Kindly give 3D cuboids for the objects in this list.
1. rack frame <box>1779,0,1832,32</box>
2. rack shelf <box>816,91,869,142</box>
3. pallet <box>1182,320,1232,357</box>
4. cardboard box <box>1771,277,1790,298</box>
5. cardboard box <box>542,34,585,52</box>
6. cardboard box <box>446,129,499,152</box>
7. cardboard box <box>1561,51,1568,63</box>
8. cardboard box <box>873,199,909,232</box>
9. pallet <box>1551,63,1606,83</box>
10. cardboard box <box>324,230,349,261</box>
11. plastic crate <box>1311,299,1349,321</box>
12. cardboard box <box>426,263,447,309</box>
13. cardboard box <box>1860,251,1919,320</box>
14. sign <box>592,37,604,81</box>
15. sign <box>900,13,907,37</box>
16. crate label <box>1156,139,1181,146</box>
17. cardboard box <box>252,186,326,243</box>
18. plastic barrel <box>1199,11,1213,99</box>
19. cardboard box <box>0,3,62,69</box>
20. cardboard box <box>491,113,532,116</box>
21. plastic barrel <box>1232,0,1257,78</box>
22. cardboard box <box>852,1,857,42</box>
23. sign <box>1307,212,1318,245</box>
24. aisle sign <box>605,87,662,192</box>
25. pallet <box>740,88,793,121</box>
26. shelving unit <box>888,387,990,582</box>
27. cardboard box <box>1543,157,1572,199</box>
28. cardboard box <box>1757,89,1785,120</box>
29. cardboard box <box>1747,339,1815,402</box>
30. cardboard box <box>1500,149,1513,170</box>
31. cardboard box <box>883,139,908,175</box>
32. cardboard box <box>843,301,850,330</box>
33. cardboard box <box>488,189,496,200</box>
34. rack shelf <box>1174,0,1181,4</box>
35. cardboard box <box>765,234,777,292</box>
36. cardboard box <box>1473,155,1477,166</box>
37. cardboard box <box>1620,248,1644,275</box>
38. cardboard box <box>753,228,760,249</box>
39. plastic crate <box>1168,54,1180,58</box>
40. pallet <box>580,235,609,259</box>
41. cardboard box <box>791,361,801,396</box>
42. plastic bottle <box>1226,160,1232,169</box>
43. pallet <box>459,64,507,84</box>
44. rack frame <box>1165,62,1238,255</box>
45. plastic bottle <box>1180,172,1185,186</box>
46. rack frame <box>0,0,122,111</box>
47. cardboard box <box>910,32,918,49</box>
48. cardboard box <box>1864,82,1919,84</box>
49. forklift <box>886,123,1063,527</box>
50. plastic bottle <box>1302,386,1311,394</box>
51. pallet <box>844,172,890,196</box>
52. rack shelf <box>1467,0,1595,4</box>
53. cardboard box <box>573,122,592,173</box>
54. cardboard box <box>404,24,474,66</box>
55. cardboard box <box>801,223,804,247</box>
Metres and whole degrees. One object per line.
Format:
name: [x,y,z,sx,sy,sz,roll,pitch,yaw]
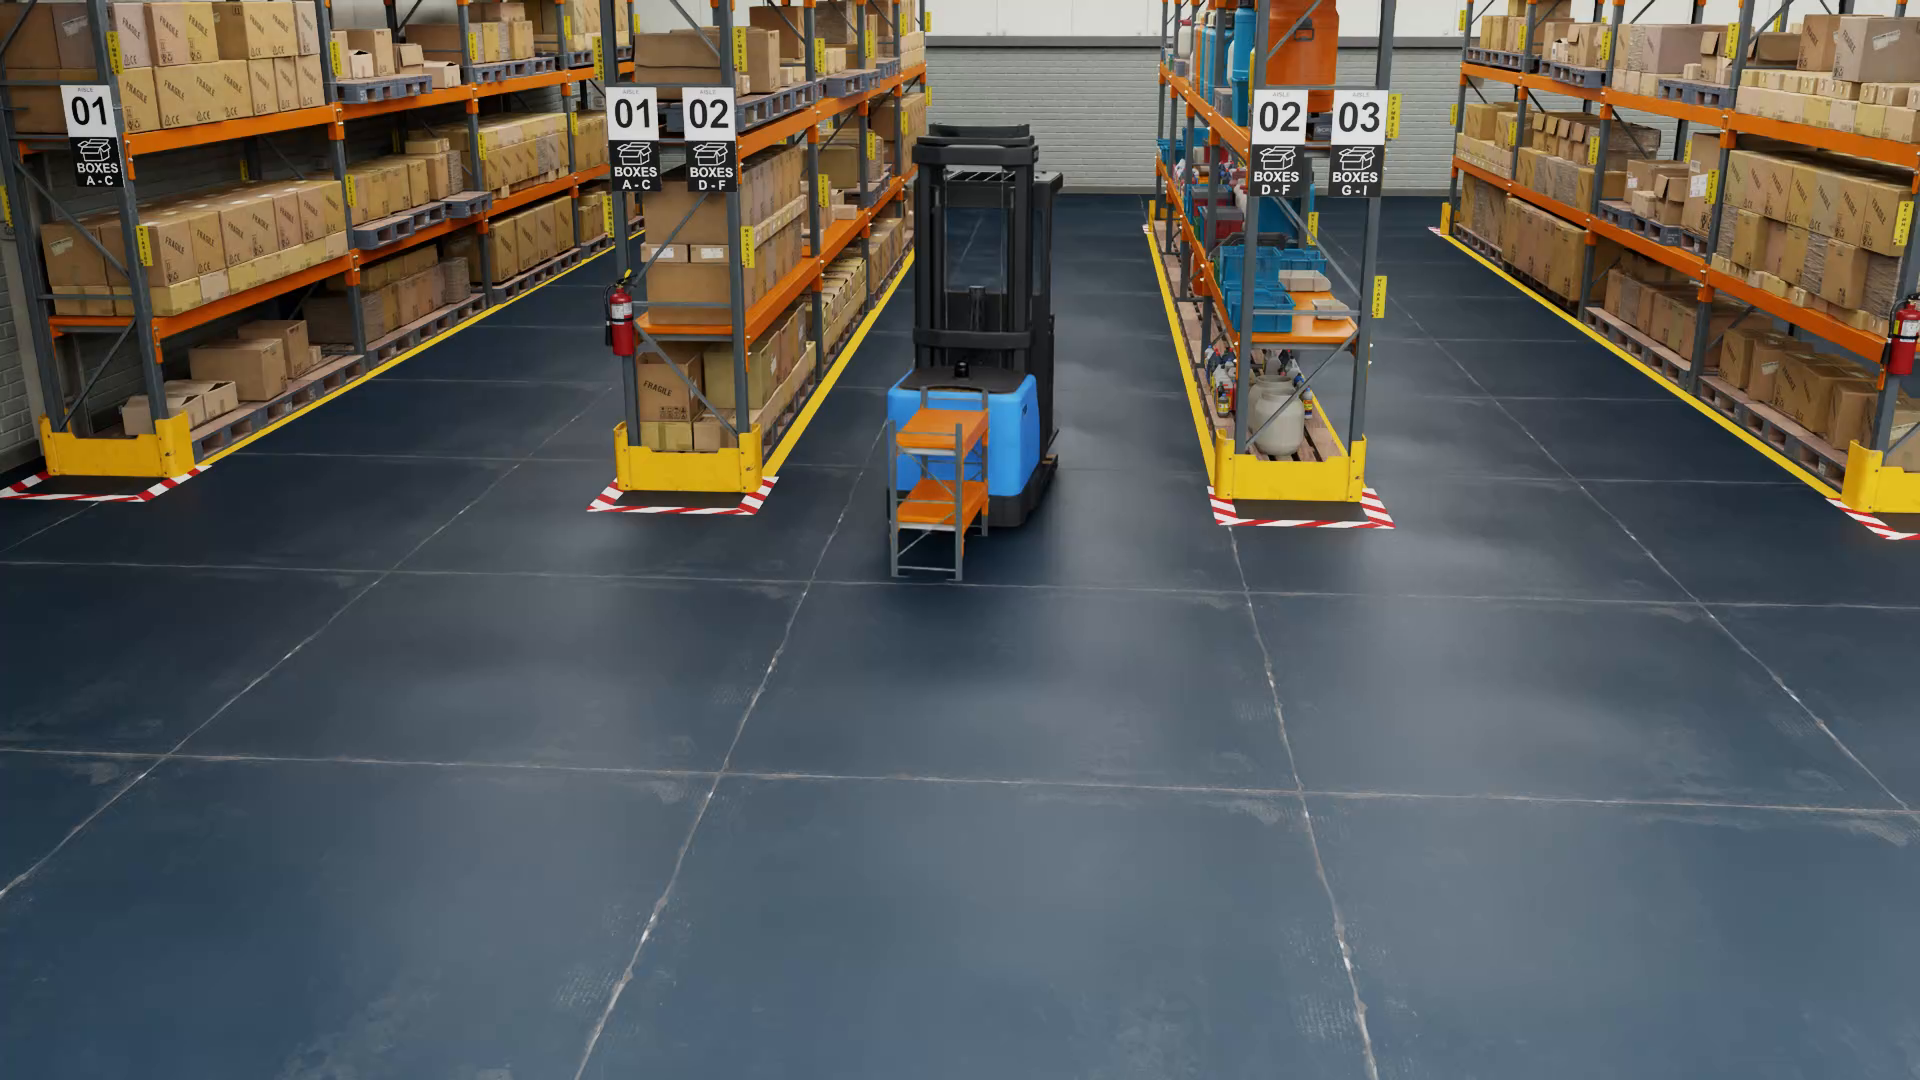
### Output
rack frame: [13.733,-9.339,26.474,1.000,3.000,0.127,1,18,4]
rack shelf: [-1.804,-4.831,18.687,1.077,0.370,4.000,1,18,4]
pallet: [3.095,-2.314,19.146,1.003,0.211,1.213,1,18,4]
cardboard box: [7.523,-2.258,14.901,0.380,0.149,0.250,1,18,4]
cardboard box: [-6.003,-7.530,25.175,0.500,0.250,0.500,1,18,4]
cardboard box: [-6.310,-5.177,21.530,0.500,0.250,0.500,2,18,5]
cardboard box: [8.250,-6.435,22.156,0.380,0.149,0.250,1,18,2]
cardboard box: [-1.244,-5.217,26.830,0.797,0.503,0.637,1,18,4]
pallet: [8.290,-6.030,21.495,1.003,0.211,1.213,2,18,6]
cardboard box: [-6.620,-3.020,17.031,0.500,0.250,0.500,1,18,4]
plastic crate: [3.091,-1.917,13.881,0.298,0.136,0.250,1,18,4]
cardboard box: [-6.755,-3.117,20.426,0.700,0.500,0.500,1,18,4]
cardboard box: [7.713,-2.021,13.134,0.875,0.500,0.500,1,18,4]
sign: [-2.775,-3.709,12.812,0.100,0.325,0.005,1,18,4]
sign: [-0.820,-7.458,24.085,0.100,0.325,0.005,1,18,4]
crate label: [3.507,-6.621,27.984,0.416,0.233,0.303,1,18,4]
cardboard box: [-6.644,-3.221,16.441,0.500,0.500,0.500,1,18,4]
plastic barrel: [2.907,-5.247,17.997,0.600,0.901,0.708,1,18,4]
cardboard box: [-7.405,-4.091,13.474,0.500,0.500,0.500,2,18,6]
cardboard box: [-6.608,-6.138,24.463,0.500,0.250,0.500,2,18,6]
plastic barrel: [2.815,-4.571,15.258,0.600,0.901,0.708,1,18,4]
cardboard box: [-1.587,-6.610,21.196,0.500,0.500,0.500,1,18,4]
sign: [3.541,-3.130,16.714,0.100,0.325,0.005,1,18,4]
aisle sign: [-2.532,-3.105,12.908,0.394,0.787,0.004,1,18,4]
pallet: [-2.073,-3.866,14.729,1.003,0.211,1.213,1,18,4]
shelving unit: [-0.137,-0.417,11.890,0.538,1.125,1.048,3,18,10]
cardboard box: [8.121,-4.826,22.175,0.500,0.500,0.500,2,18,5]
cardboard box: [7.612,-3.959,15.113,0.500,0.250,0.500,1,18,3]
cardboard box: [7.831,-1.614,15.872,0.500,0.500,0.500,7,20,21]
cardboard box: [8.276,-5.601,24.464,0.500,0.250,0.500,1,18,3]
cardboard box: [-1.066,-5.810,25.178,0.500,0.500,0.500,2,18,5]
cardboard box: [-1.562,-2.616,19.332,0.500,0.250,0.500,2,18,5]
cardboard box: [-6.321,-4.543,21.842,0.380,0.149,0.250,2,18,5]
rack shelf: [3.423,-7.197,21.732,1.077,0.370,4.000,1,18,4]
cardboard box: [-2.080,-2.557,15.248,0.700,0.500,0.500,2,18,6]
cardboard box: [8.349,-6.009,26.348,0.380,0.149,0.250,1,18,3]
cardboard box: [8.202,-3.315,19.826,0.500,0.250,0.500,2,18,6]
cardboard box: [-1.936,-2.594,14.321,0.380,0.149,0.250,1,18,3]
plastic crate: [3.313,-7.135,24.831,0.416,0.233,0.300,1,18,4]
pallet: [-6.183,-4.629,26.212,1.003,0.211,1.213,1,18,4]
cardboard box: [-1.830,-1.559,16.106,0.500,0.250,0.500,1,18,4]
plastic bottle: [3.827,-5.183,23.502,0.144,0.351,0.185,1,18,4]
pallet: [-6.609,-6.015,21.448,1.213,0.211,1.003,2,18,6]
rack frame: [3.566,-5.499,24.388,1.000,3.000,0.127,1,18,4]
plastic bottle: [3.018,-4.772,22.248,0.144,0.351,0.185,1,18,4]
rack frame: [-7.175,-4.844,12.755,1.000,3.000,0.127,1,18,4]
cardboard box: [-0.945,-7.969,26.547,0.500,0.250,0.500,1,18,4]
cardboard box: [7.537,-3.616,13.426,0.380,0.149,0.250,2,18,5]
forklift: [0.224,-1.909,13.542,1.130,2.935,3.031,3,18,10]
plastic bottle: [3.181,-1.316,15.279,0.061,0.283,0.133,2,18,5]
pallet: [-1.526,-4.881,22.811,1.003,0.211,1.213,1,18,4]
rack shelf: [8.650,-8.329,25.186,1.077,0.370,4.000,1,18,4]
cardboard box: [-6.260,-6.031,25.529,0.980,0.700,0.700,2,18,5]
cardboard box: [-6.625,-6.309,21.175,0.700,0.500,0.500,0,18,0]
cardboard box: [-1.956,-3.209,17.639,0.500,0.250,0.500,2,18,7]
